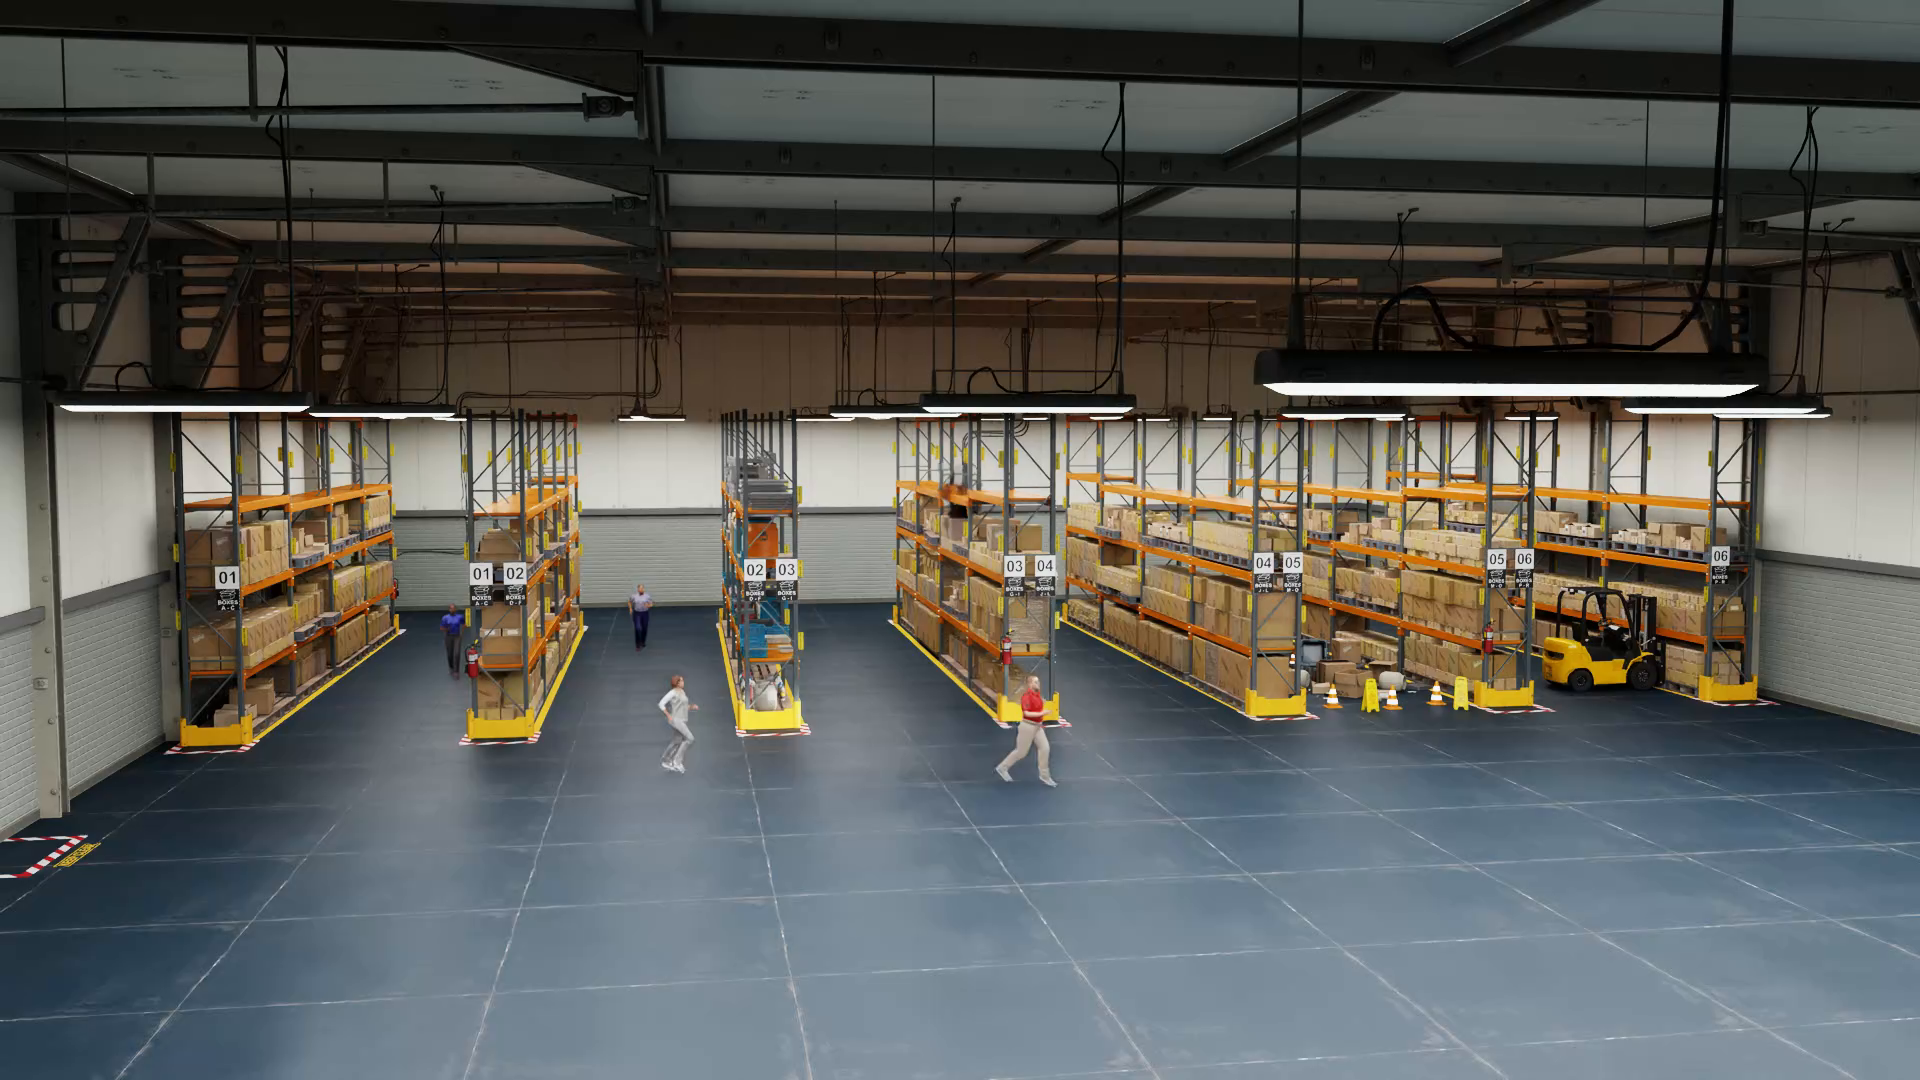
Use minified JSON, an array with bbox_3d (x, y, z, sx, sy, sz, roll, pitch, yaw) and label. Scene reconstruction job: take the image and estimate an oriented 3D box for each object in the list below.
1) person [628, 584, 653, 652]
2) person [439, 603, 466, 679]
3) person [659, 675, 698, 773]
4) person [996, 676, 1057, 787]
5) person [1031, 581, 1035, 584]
[{"bbox_3d":[-8.080,1.971,42.125,0.582,1.695,0.775,-2,4,-21],"label":"person"},{"bbox_3d":[-11.425,2.255,37.482,0.578,1.660,0.870,-1,4,-16],"label":"person"},{"bbox_3d":[-4.621,3.015,27.326,0.672,1.604,0.504,1,4,8],"label":"person"},{"bbox_3d":[1.074,3.025,26.389,0.955,1.771,0.672,2,4,25],"label":"person"},{"bbox_3d":[1.895,1.577,47.948,0.681,1.688,0.667,0,4,3],"label":"person"}]
